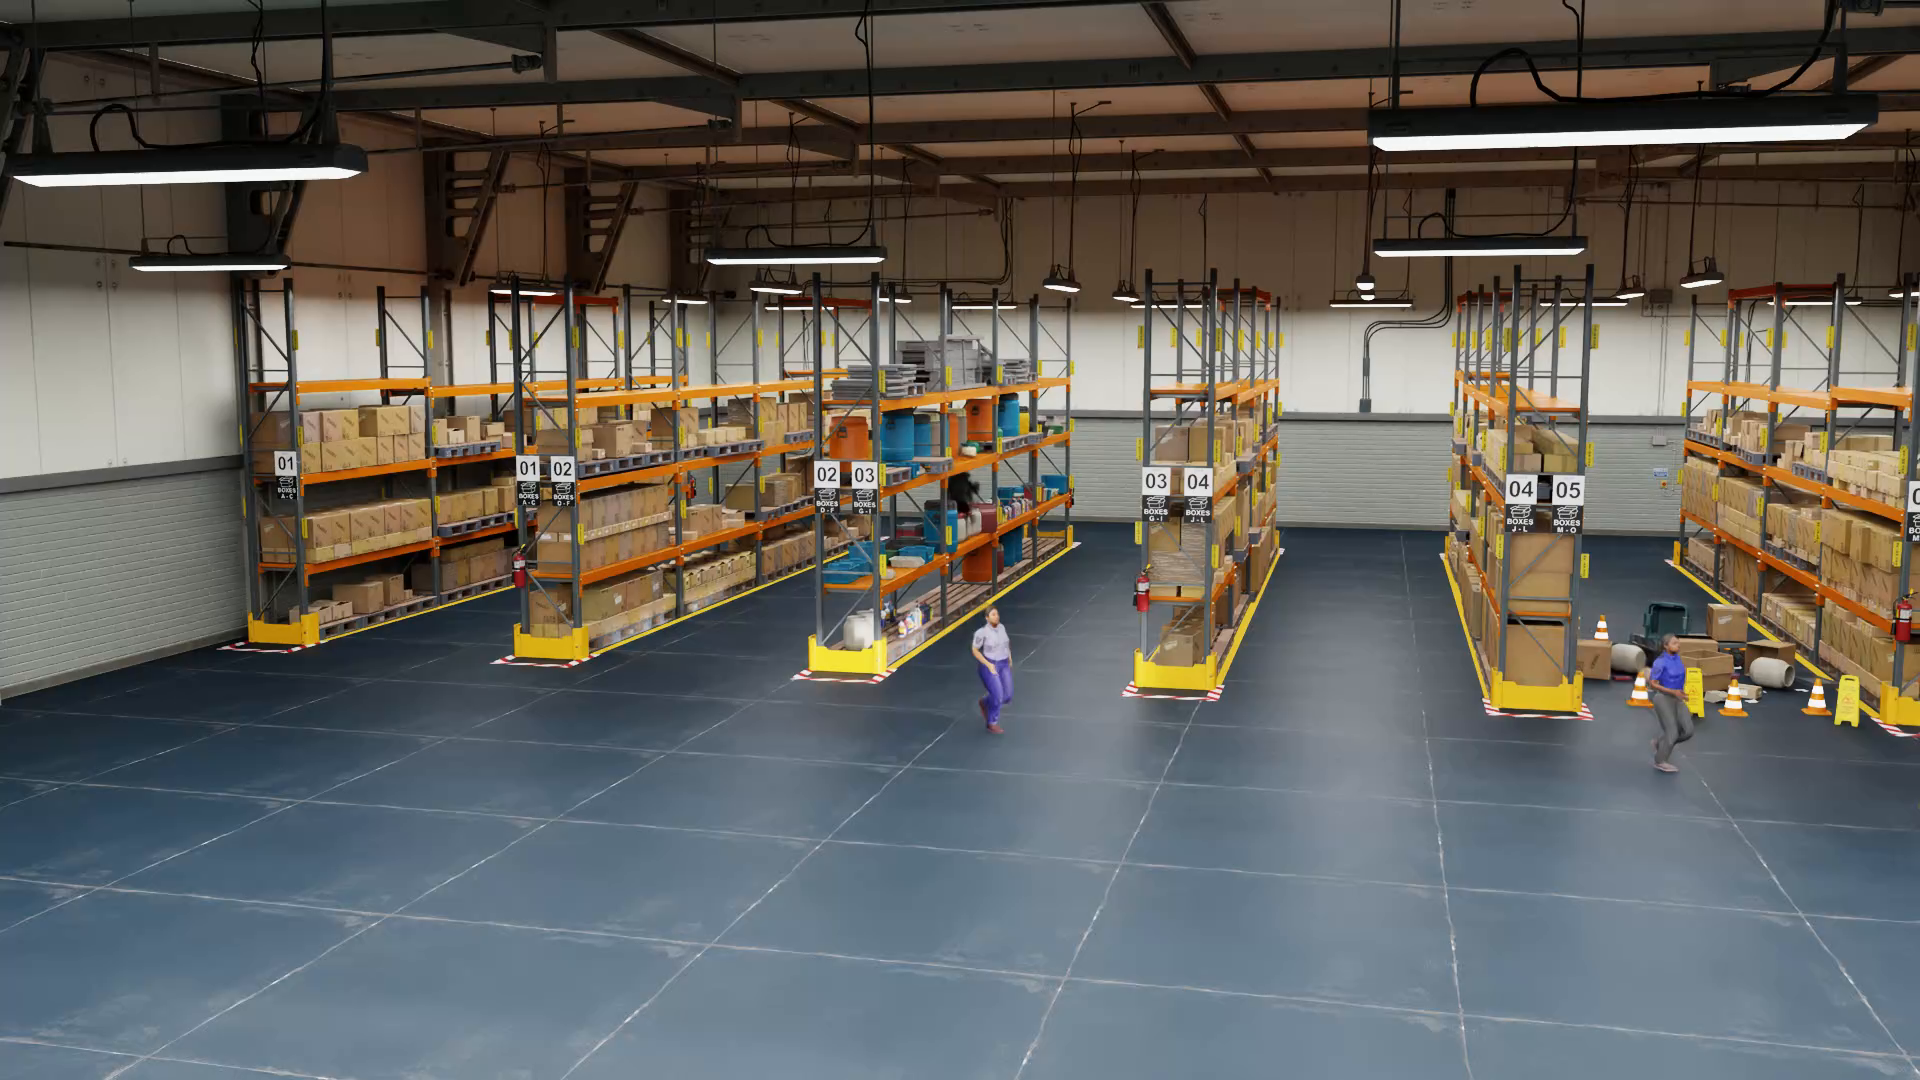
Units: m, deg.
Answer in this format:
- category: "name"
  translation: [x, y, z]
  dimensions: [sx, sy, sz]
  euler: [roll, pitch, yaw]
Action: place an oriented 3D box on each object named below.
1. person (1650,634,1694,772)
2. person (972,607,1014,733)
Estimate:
- category: "person"
  translation: [8.279, 1.894, 19.320]
  dimensions: [0.571, 1.607, 0.550]
  euler: [-4, 8, -31]
- category: "person"
  translation: [0.428, 1.662, 21.408]
  dimensions: [0.603, 1.607, 0.501]
  euler: [-6, 9, -42]
